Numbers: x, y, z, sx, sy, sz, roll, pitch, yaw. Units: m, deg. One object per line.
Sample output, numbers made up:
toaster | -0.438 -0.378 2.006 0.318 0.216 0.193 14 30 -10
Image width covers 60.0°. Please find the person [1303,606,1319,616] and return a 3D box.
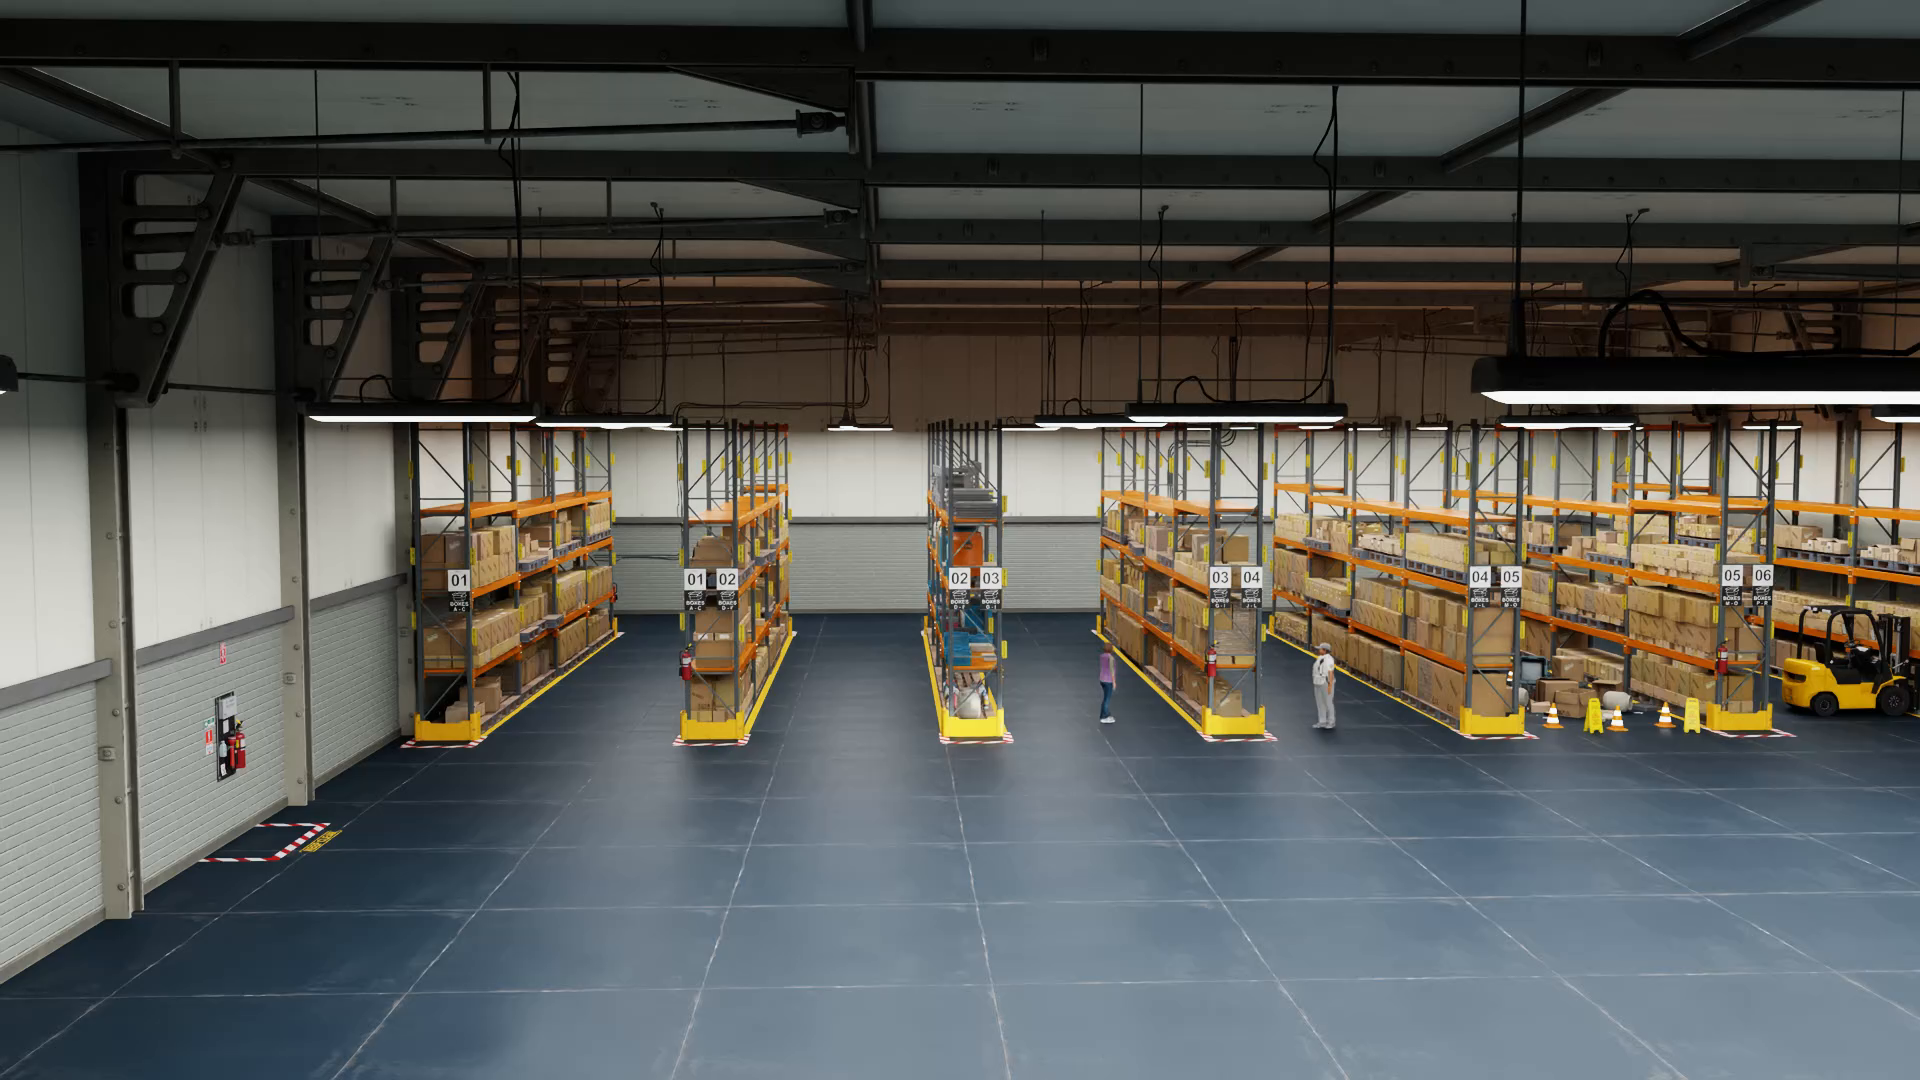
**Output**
person | 10.270 1.709 48.827 0.689 1.816 0.601 2 4 27

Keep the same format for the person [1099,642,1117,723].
person | 2.980 2.825 32.948 0.450 1.615 0.459 -2 4 -22

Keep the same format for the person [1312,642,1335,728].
person | 7.080 2.833 32.302 0.455 1.689 0.563 -2 4 -25
